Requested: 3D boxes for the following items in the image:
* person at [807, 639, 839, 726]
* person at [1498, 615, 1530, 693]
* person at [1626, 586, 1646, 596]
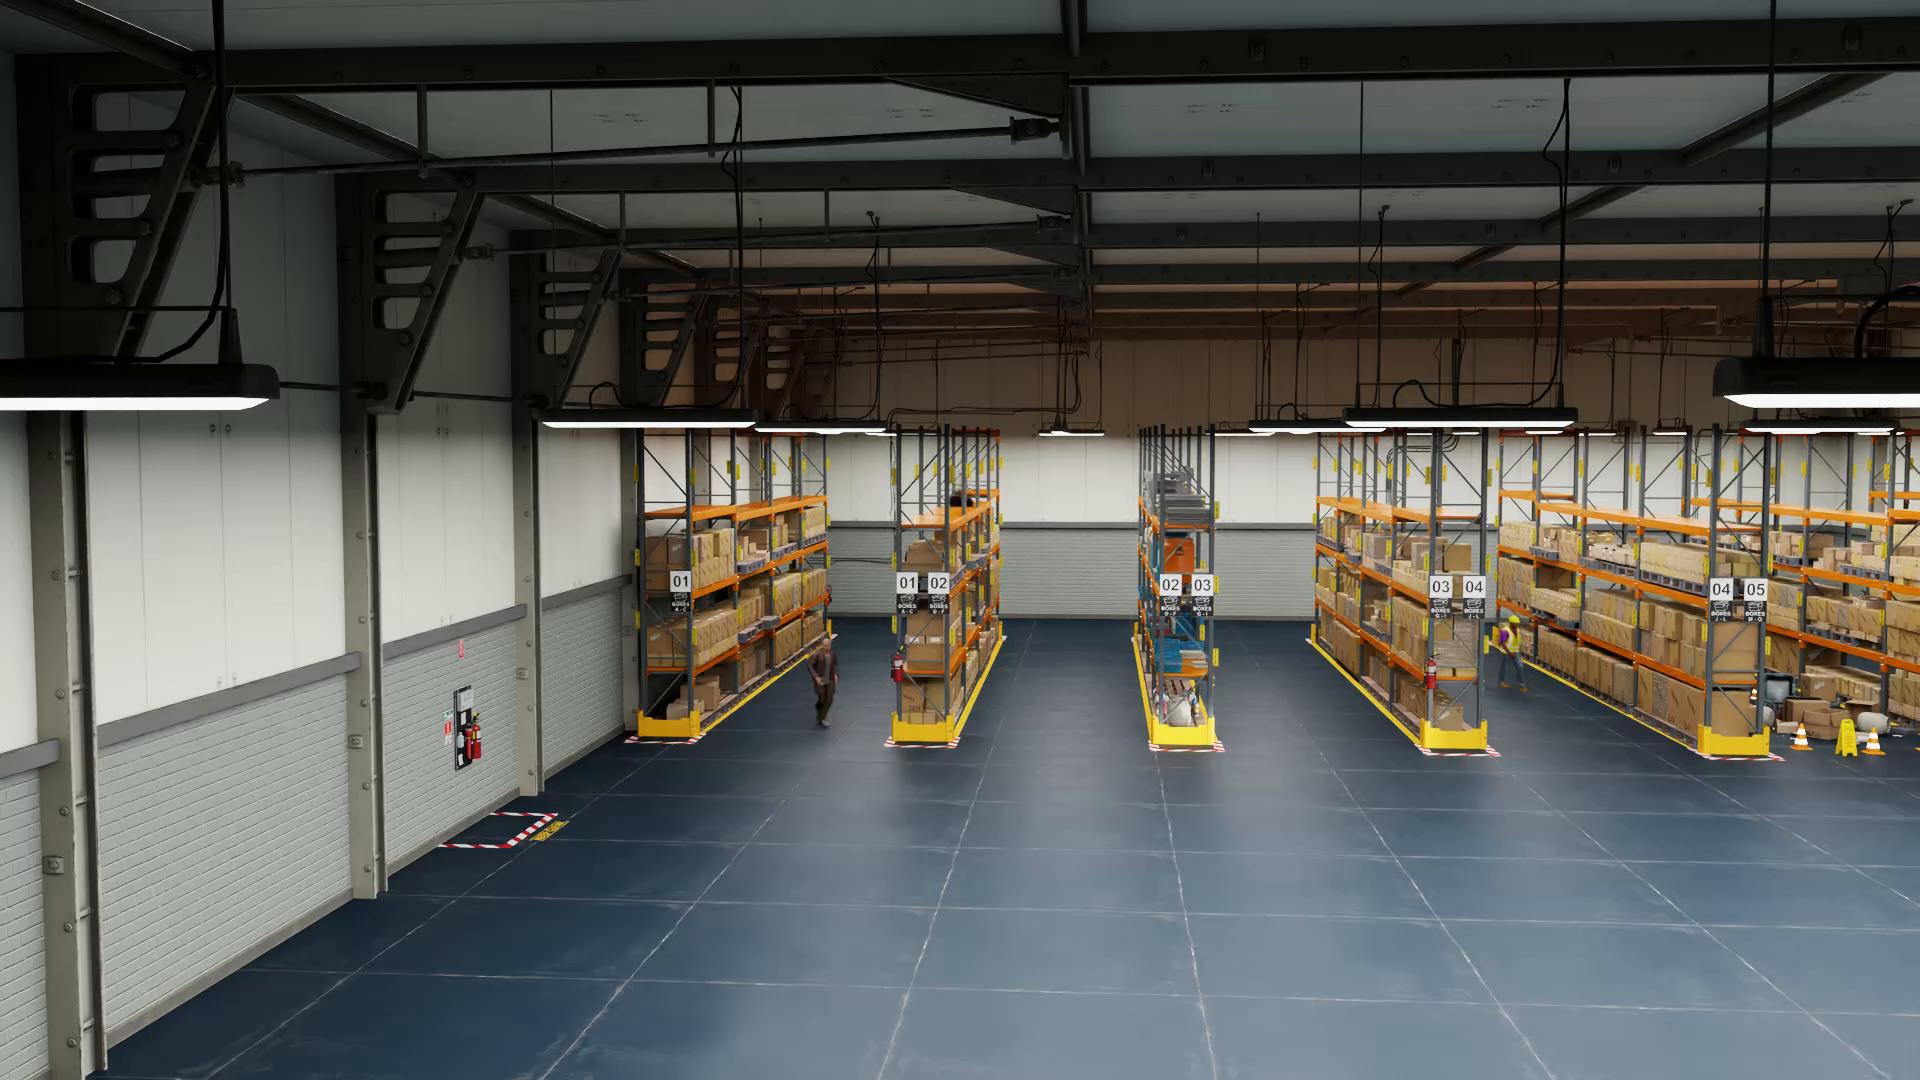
[{"bbox_3d":[-2.769,2.836,33.431,0.707,1.731,0.649,-2,4,-26],"label":"person"},{"bbox_3d":[12.504,2.587,37.807,0.619,1.790,0.833,-1,4,-16],"label":"person"},{"bbox_3d":[19.349,2.057,47.186,0.985,1.684,0.694,0,3,5],"label":"person"}]
